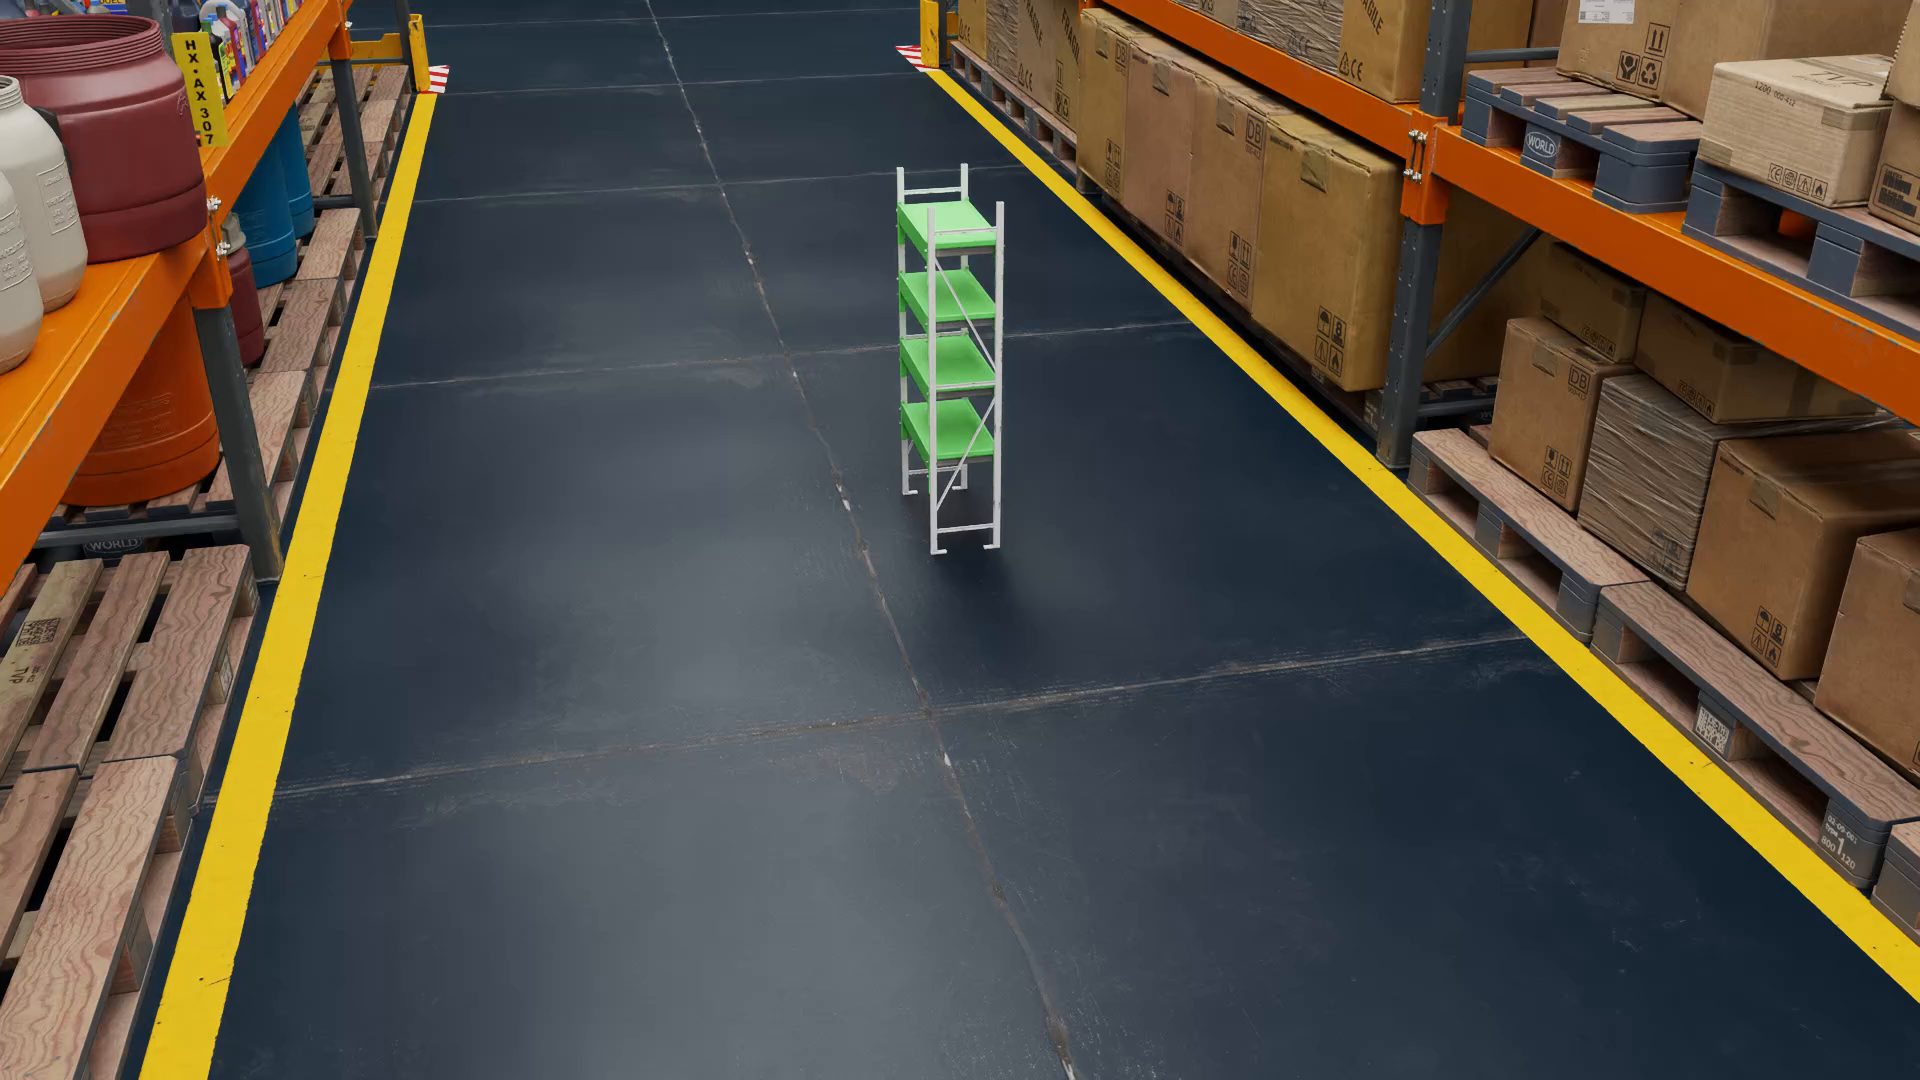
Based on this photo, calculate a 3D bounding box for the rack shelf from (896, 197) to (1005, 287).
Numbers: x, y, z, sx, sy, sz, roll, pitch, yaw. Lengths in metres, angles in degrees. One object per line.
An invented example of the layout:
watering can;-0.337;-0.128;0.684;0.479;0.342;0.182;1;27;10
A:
rack shelf;-0.037;-0.980;5.436;0.258;0.148;0.480;-6;27;-12

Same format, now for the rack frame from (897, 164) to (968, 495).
rack frame;-0.092;-0.715;5.836;0.240;1.200;0.015;-6;27;-12

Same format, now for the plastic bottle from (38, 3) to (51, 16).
plastic bottle;-3.402;-1.851;6.218;0.061;0.283;0.133;-6;27;-12

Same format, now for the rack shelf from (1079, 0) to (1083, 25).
rack shelf;0.737;-3.987;11.119;1.077;0.370;4.000;-6;27;-12

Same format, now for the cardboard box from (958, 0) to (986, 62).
cardboard box;0.509;-4.153;12.540;0.875;0.875;0.875;-6;27;-12

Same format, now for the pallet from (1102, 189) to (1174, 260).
pallet;1.435;-1.855;9.190;1.003;0.211;1.213;-6;27;-12

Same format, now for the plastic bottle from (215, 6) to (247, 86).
plastic bottle;-2.735;-1.854;6.224;0.061;0.283;0.133;-6;27;-12

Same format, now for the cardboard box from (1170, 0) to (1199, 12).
cardboard box;1.275;-2.808;7.872;0.500;0.500;0.500;-7;28;-13

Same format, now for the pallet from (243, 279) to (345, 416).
pallet;-3.226;-0.803;7.107;1.003;0.211;1.213;-6;27;-12

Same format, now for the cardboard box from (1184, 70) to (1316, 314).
cardboard box;1.761;-1.611;7.504;1.225;0.875;0.875;-6;27;-11

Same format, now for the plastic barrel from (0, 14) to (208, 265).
plastic barrel;-2.336;-1.059;4.369;0.600;0.536;0.708;-6;27;-12

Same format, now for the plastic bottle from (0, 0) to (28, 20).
plastic bottle;-3.496;-1.860;6.160;0.144;0.351;0.185;-6;27;-12

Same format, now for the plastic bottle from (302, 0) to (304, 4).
plastic bottle;-3.181;-2.651;7.893;0.097;0.201;0.097;0;27;0

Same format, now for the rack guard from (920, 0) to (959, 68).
rack guard;0.281;-4.081;13.281;1.175;0.500;0.348;-6;27;-12

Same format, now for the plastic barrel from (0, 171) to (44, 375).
plastic barrel;-2.201;-0.607;3.499;0.421;0.512;0.421;0;27;0

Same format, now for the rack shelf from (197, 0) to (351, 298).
rack shelf;-3.187;-1.728;6.644;1.077;0.370;4.000;-6;27;-12

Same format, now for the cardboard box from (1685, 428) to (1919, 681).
cardboard box;2.532;0.027;4.653;0.700;0.500;0.500;-4;27;-7

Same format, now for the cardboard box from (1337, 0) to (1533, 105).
cardboard box;1.737;-1.911;6.096;0.500;0.500;0.500;-5;27;-10

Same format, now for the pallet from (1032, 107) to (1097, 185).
pallet;1.093;-2.527;10.523;1.003;0.211;1.213;-6;27;-12

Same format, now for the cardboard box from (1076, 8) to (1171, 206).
cardboard box;1.352;-2.391;9.049;1.225;0.875;0.875;-6;27;-11

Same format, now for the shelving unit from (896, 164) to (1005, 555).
shelving unit;-0.037;-0.608;5.624;0.258;1.200;0.503;-6;27;-12

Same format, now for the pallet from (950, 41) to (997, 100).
pallet;0.543;-3.599;12.646;1.003;0.211;1.213;-6;27;-12

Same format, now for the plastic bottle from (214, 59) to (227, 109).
plastic bottle;-2.653;-1.621;5.853;0.097;0.201;0.097;0;27;0

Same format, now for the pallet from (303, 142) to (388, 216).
pallet;-3.841;-2.002;9.481;1.003;0.211;1.213;-6;27;-12

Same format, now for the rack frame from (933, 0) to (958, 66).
rack frame;0.287;-5.187;12.697;1.000;3.000;0.127;-6;27;-12

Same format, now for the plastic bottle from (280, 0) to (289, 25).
plastic bottle;-3.070;-2.454;7.338;0.144;0.351;0.185;-6;27;-12

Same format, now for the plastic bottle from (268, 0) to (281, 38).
plastic bottle;-3.008;-2.291;7.098;0.152;0.276;0.135;-6;27;-12

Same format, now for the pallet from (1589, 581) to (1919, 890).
pallet;2.536;0.448;4.628;1.003;0.211;1.213;-6;27;-12

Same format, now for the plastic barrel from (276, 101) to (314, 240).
plastic barrel;-3.532;-1.938;8.123;0.600;0.901;0.708;-6;27;-12

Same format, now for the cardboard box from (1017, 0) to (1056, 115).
cardboard box;0.914;-3.362;10.975;0.875;0.875;0.875;-6;27;-12

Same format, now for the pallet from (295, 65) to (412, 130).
pallet;-4.391;-3.073;11.604;1.003;0.211;1.213;-6;27;-12

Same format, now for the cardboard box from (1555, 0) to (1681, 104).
cardboard box;2.250;-1.674;5.160;0.500;0.500;0.500;-9;28;-18

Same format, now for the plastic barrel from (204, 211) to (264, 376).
plastic barrel;-3.118;-0.991;6.595;0.600;0.588;0.708;-6;27;-12

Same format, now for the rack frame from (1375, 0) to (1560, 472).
rack frame;2.089;-1.675;5.739;1.000;3.000;0.127;-6;27;-12

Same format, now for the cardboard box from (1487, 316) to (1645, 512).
cardboard box;2.260;-0.463;5.624;0.700;0.500;0.500;-7;28;-14

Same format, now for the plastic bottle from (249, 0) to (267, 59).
plastic bottle;-2.859;-2.096;6.703;0.061;0.283;0.133;-6;27;-12

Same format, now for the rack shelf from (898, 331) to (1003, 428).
rack shelf;-0.037;-0.551;5.652;0.258;0.148;0.480;-6;27;-12

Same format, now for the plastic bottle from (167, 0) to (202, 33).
plastic bottle;-2.981;-1.977;6.393;0.144;0.351;0.185;-6;27;-12

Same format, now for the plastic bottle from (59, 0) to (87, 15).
plastic bottle;-3.460;-1.995;6.517;0.097;0.271;0.097;0;27;0

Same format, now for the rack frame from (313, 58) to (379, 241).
rack frame;-3.638;-2.928;8.221;1.000;3.000;0.127;-6;27;-12

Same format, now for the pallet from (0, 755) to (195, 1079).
pallet;-2.328;0.952;3.630;1.003;0.211;1.213;-6;27;-12

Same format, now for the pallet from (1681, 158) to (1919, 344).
pallet;2.575;-0.724;4.068;1.003;0.211;1.213;-6;27;-12

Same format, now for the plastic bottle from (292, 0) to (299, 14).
plastic bottle;-3.152;-2.572;7.654;0.152;0.276;0.135;-6;27;-12

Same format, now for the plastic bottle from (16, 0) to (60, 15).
plastic bottle;-3.568;-1.999;6.437;0.144;0.351;0.185;-6;27;-12

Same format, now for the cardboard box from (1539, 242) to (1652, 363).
cardboard box;2.270;-0.799;5.457;0.500;0.250;0.500;-5;27;-9

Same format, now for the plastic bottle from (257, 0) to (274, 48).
plastic bottle;-2.955;-2.189;6.896;0.152;0.276;0.135;-6;27;-12

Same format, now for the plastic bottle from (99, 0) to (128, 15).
plastic bottle;-3.548;-2.239;6.995;0.152;0.276;0.135;-6;27;-12

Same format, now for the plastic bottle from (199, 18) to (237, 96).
plastic bottle;-2.705;-1.754;6.038;0.097;0.271;0.097;0;27;0

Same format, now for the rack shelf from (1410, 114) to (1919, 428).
rack shelf;2.540;-0.475;4.161;1.077;0.370;4.000;-6;27;-12

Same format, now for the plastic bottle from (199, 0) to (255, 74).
plastic bottle;-2.831;-1.948;6.418;0.152;0.276;0.135;-6;27;-12

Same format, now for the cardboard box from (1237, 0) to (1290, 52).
cardboard box;1.510;-2.358;6.981;0.500;0.500;0.500;-7;28;-13

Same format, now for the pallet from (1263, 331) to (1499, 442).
pallet;1.985;-0.783;7.068;1.003;0.211;1.213;-6;27;-12

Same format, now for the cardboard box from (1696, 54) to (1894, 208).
cardboard box;2.243;-1.036;4.174;0.500;0.250;0.500;-7;28;-13
